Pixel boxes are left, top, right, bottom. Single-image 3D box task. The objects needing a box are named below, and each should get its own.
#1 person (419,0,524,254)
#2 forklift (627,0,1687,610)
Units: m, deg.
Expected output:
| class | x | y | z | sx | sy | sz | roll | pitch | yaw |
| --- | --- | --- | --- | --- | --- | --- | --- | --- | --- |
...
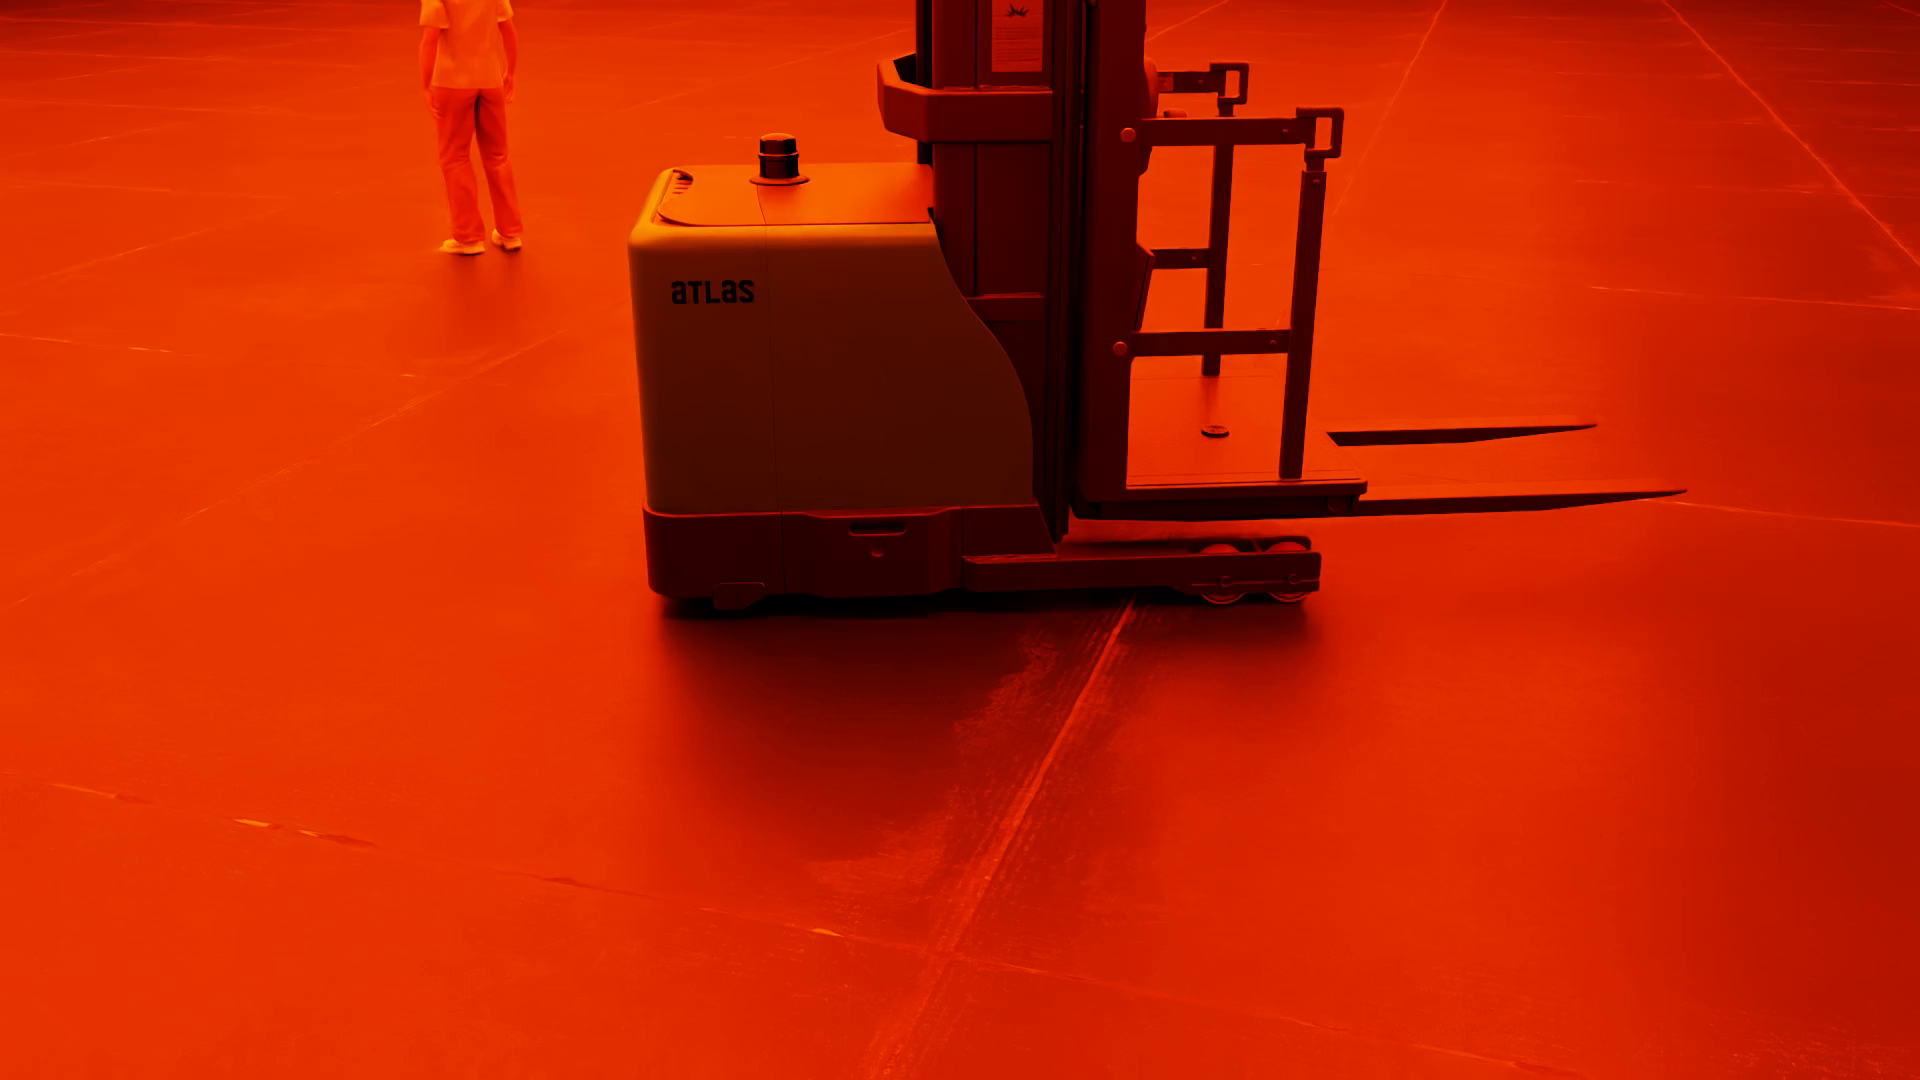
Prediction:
| class | x | y | z | sx | sy | sz | roll | pitch | yaw |
| --- | --- | --- | --- | --- | --- | --- | --- | --- | --- |
| person | -2.527 | -2.299 | 8.509 | 0.538 | 1.687 | 0.482 | -18 | 29 | -37 |
| forklift | 0.606 | -1.374 | 4.608 | 3.031 | 2.935 | 1.130 | -2 | 23 | -4 |
